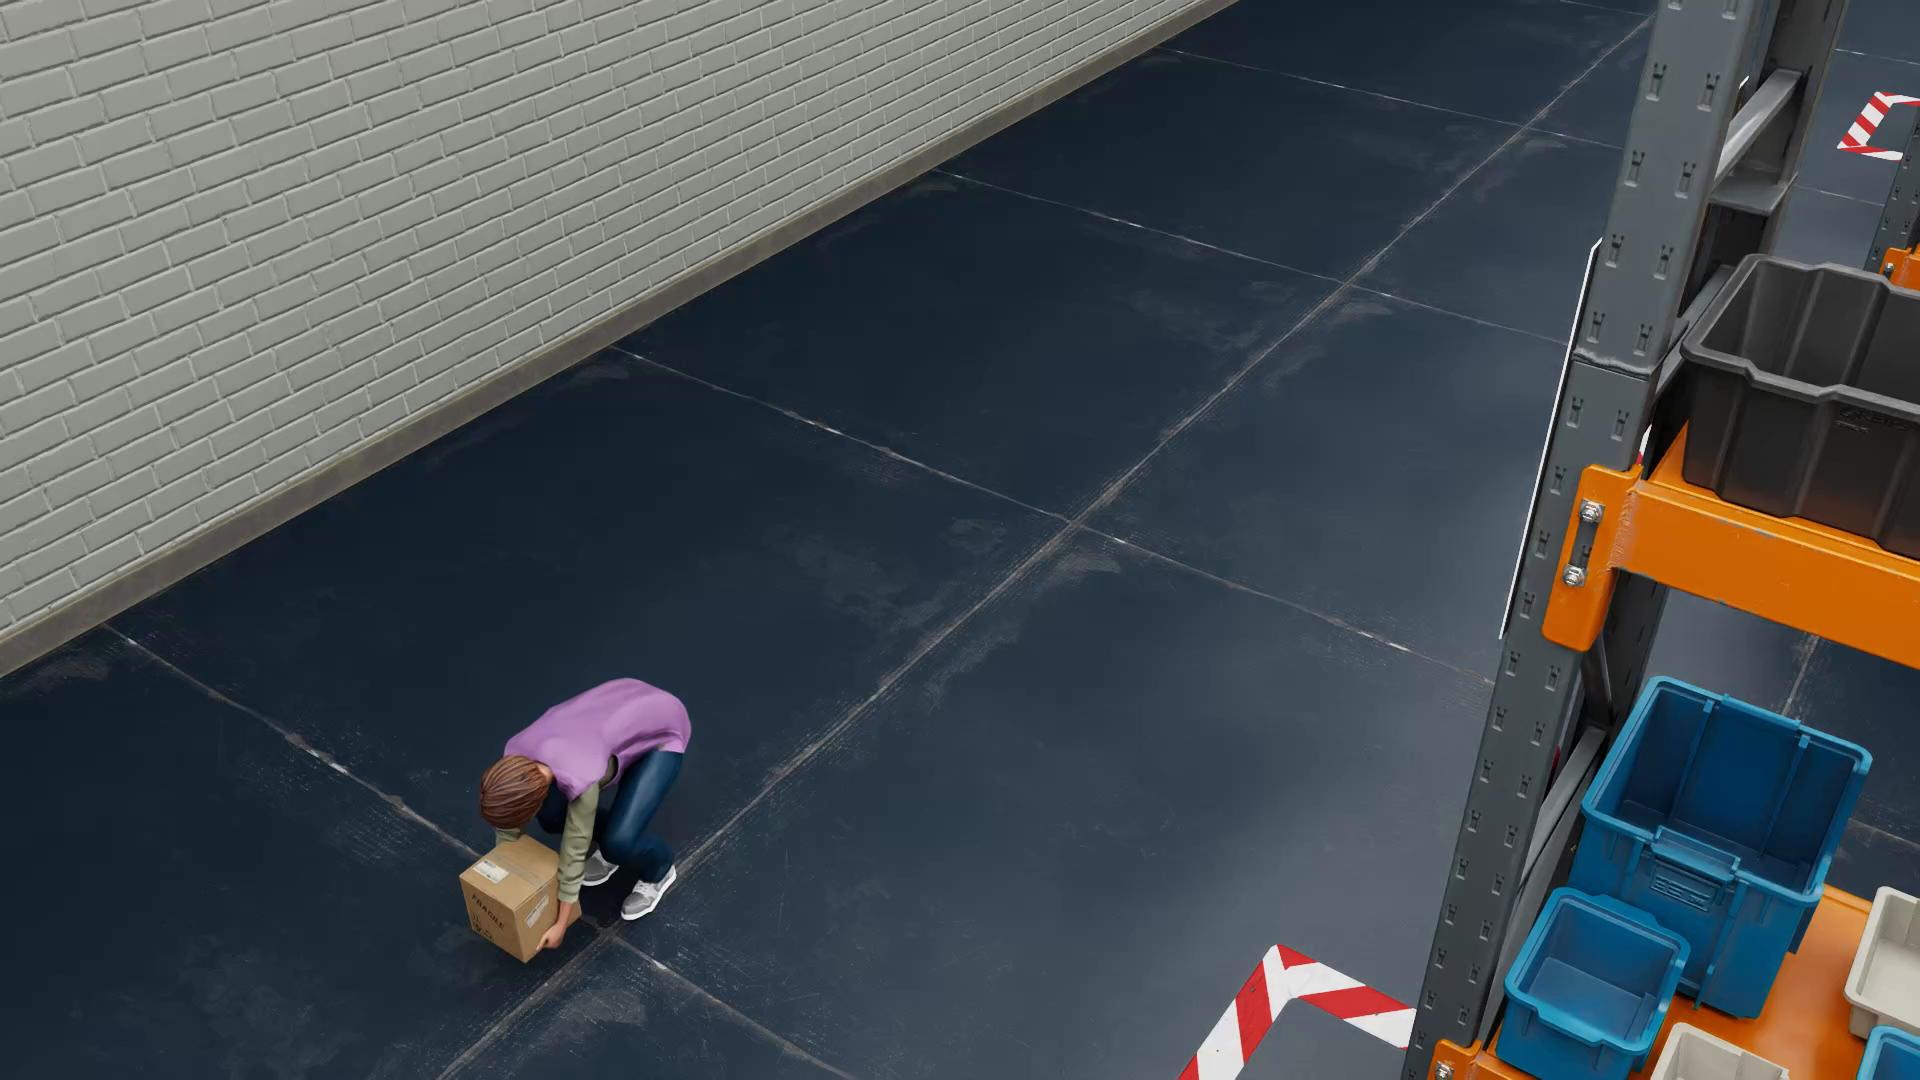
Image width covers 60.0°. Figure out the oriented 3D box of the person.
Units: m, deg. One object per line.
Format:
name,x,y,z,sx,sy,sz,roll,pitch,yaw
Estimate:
person,-1.217,0.888,5.497,0.424,0.899,0.850,20,40,26
